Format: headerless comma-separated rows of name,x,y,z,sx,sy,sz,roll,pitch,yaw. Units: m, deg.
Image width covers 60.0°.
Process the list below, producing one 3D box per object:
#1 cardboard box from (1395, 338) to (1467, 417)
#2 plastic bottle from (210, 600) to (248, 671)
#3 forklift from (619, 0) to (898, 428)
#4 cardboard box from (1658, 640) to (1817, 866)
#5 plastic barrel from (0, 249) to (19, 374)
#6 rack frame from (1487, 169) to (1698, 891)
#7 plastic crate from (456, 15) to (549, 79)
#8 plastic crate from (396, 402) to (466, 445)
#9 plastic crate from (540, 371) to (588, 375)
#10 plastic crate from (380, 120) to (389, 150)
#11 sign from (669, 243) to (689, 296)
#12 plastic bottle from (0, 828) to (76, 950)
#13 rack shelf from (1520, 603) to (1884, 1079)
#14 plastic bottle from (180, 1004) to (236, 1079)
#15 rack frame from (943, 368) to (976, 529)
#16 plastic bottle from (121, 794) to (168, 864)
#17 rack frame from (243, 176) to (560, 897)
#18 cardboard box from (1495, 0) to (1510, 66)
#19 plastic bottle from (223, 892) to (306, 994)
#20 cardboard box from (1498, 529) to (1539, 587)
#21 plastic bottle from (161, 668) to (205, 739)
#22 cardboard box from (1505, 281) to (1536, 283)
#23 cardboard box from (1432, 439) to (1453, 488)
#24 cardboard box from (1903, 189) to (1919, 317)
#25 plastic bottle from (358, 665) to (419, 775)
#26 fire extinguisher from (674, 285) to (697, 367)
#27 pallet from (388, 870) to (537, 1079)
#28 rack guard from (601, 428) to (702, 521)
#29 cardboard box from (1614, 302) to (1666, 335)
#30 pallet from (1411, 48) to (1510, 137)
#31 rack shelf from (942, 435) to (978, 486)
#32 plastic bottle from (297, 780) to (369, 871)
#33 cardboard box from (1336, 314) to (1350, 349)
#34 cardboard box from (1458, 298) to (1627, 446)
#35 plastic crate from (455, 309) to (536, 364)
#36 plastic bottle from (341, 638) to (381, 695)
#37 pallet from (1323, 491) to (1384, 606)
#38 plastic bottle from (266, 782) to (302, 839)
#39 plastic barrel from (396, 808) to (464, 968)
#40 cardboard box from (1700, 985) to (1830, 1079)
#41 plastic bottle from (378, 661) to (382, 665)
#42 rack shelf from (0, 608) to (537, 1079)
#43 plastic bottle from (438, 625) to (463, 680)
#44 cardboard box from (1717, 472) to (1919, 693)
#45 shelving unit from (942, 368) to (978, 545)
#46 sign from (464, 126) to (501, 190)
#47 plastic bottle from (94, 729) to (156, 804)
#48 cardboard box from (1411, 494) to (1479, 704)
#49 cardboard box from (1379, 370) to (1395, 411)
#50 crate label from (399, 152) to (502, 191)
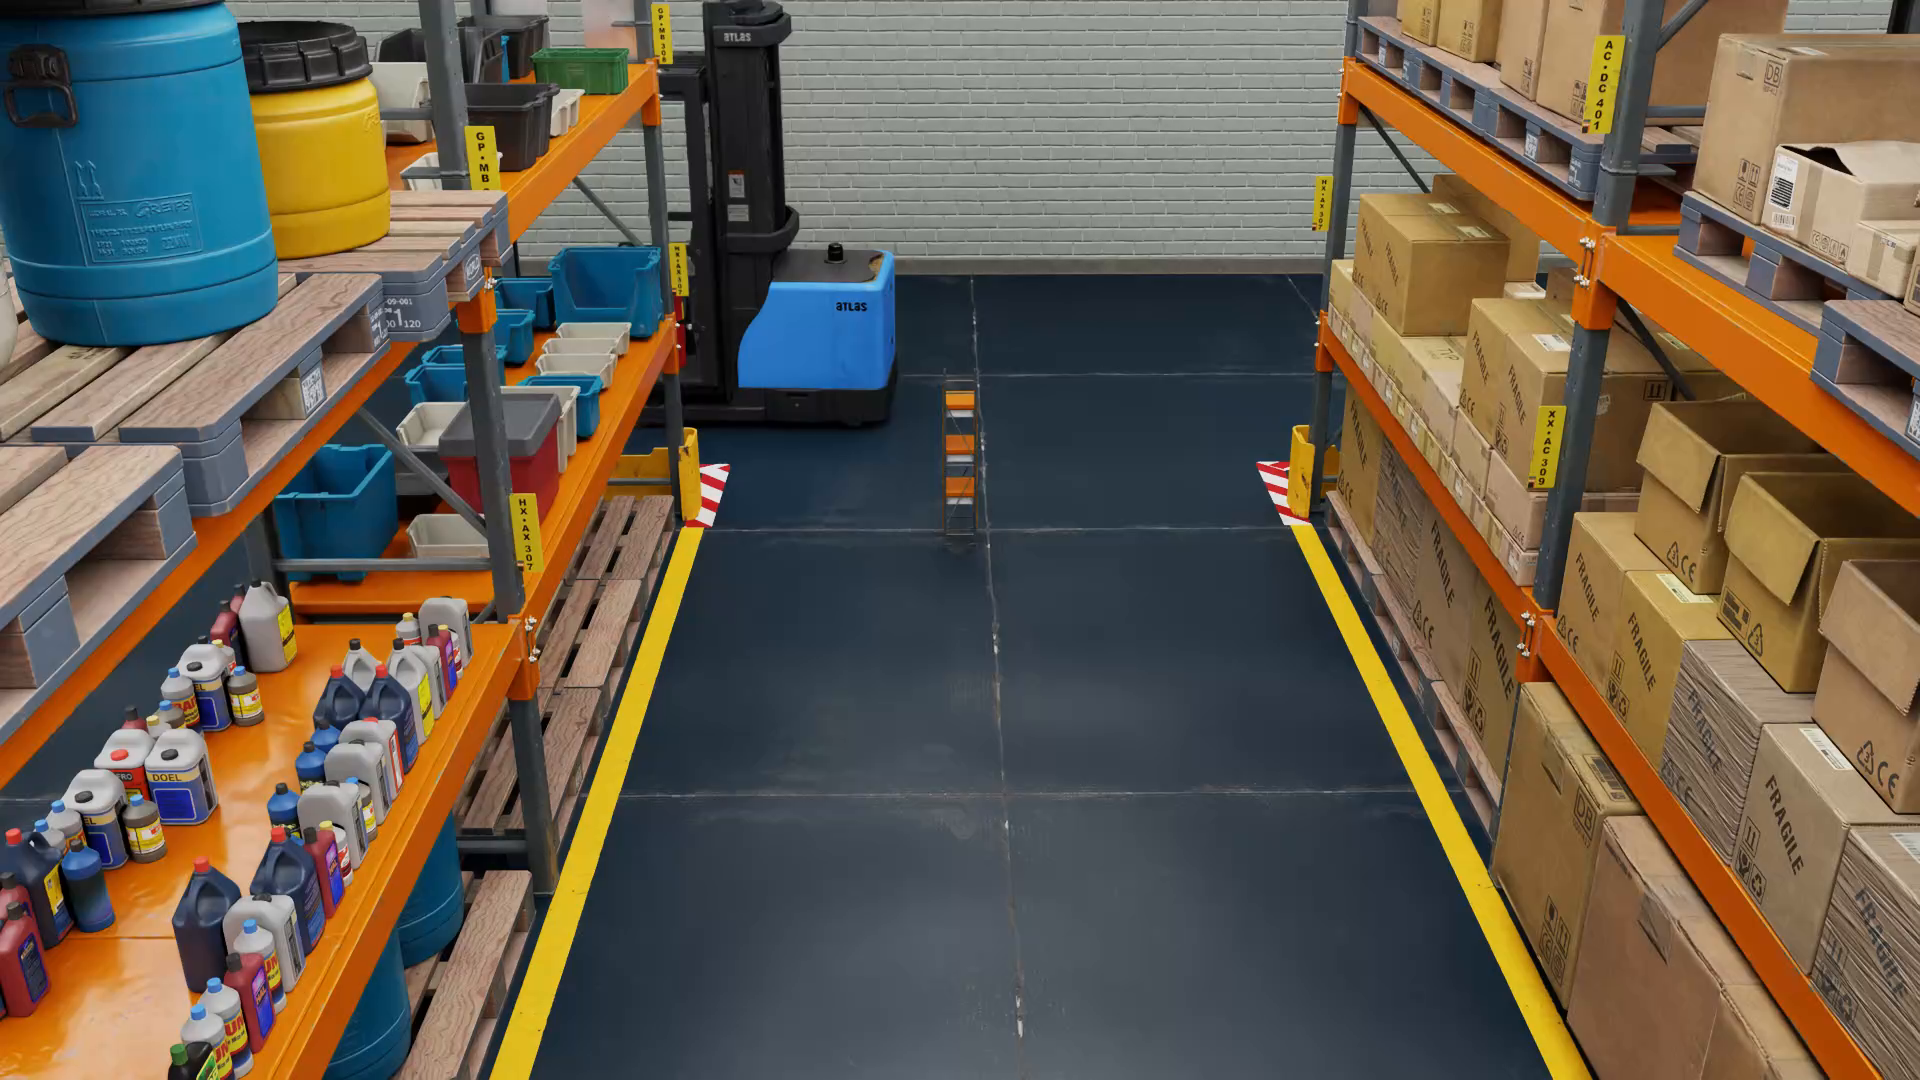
cardboard box,2.470,-0.800,8.200,0.500,0.250,0.500,-1,24,-2
plastic bottle,-2.620,0.363,5.948,0.061,0.283,0.133,0,24,-1
forklift,-2.012,-2.366,11.925,3.031,2.935,1.130,1,24,3
cardboard box,2.520,0.638,5.077,0.500,0.500,0.500,-1,24,-2
plastic barrel,-2.325,-0.599,3.621,0.433,0.535,0.433,0,24,0
rack frame,2.754,0.080,6.433,1.000,3.000,0.127,0,24,-1
plastic crate,-2.517,-2.693,9.084,0.497,0.269,0.590,0,24,-1
plastic crate,-2.519,-0.521,8.009,0.293,0.136,0.466,0,24,-1
plastic crate,-2.015,-0.762,8.542,0.298,0.136,0.250,0,24,-1
plastic crate,-2.593,-1.667,6.975,0.293,0.136,0.466,0,24,-1
sign,-1.693,-1.630,10.015,0.100,0.325,0.005,0,24,-1
plastic bottle,-2.562,0.940,4.591,0.144,0.351,0.185,0,24,-1
rack shelf,2.775,1.232,4.759,1.077,0.370,4.000,0,24,-1
plastic bottle,-1.820,1.241,4.023,0.097,0.271,0.097,0,24,0
rack frame,-0.002,-0.551,10.194,0.200,1.050,0.008,0,24,-1
plastic bottle,-2.438,0.854,4.963,0.097,0.201,0.097,0,24,0
rack frame,-2.199,0.102,6.384,1.000,3.000,0.127,0,24,-1
cardboard box,2.820,-2.329,7.367,0.700,0.500,0.500,1,24,2
plastic bottle,-1.852,1.056,4.426,0.152,0.276,0.135,0,24,-1
cardboard box,2.423,0.070,6.759,0.380,0.149,0.250,0,24,0
plastic bottle,-2.597,0.552,5.546,0.097,0.271,0.097,0,24,0
cardboard box,2.981,-1.437,9.608,0.500,0.250,0.500,-1,24,-1
cardboard box,2.411,-0.354,7.697,0.380,0.149,0.250,0,24,0
cardboard box,2.754,-0.719,3.924,0.797,0.503,0.637,-1,24,-1
plastic bottle,-1.860,0.578,5.391,0.144,0.351,0.185,0,24,-1
fire extinguisher,-1.790,-1.405,10.263,0.296,0.674,0.183,0,24,-1
pallet,-2.232,1.691,6.255,1.003,0.211,1.213,0,24,-1
rack guard,-2.256,-0.417,10.565,1.175,0.500,0.348,0,24,-1
cardboard box,3.006,-0.730,7.136,0.500,0.500,0.500,0,24,-1
pallet,2.745,-2.085,7.688,1.003,0.211,1.213,0,24,-1
rack shelf,-0.001,-0.491,10.087,0.215,0.259,0.240,0,24,-1
plastic bottle,-1.858,0.829,4.927,0.152,0.276,0.135,0,24,-1
cardboard box,2.388,-1.200,9.569,0.380,0.149,0.250,-1,24,-1
cardboard box,2.480,-0.724,7.121,0.500,0.500,0.500,0,24,0
plastic crate,-2.562,-1.123,9.222,0.416,0.233,0.300,0,24,-1
plastic bottle,-2.006,0.503,5.558,0.144,0.351,0.185,0,24,-1
pallet,2.797,0.031,9.924,1.003,0.211,1.213,0,24,-1
plastic bottle,-1.983,0.839,4.910,0.097,0.271,0.097,0,24,0
plastic barrel,-2.210,1.091,6.234,0.600,0.901,0.708,0,24,-1
cardboard box,2.809,1.853,4.581,1.225,0.875,0.875,0,24,0
plastic bottle,-1.992,0.512,5.718,0.097,0.201,0.097,0,24,0
rack shelf,-2.177,1.254,4.710,1.077,0.370,4.000,0,24,-1
plastic bottle,-1.843,0.401,5.964,0.097,0.201,0.097,0,24,0
cardboard box,2.765,0.123,4.999,0.797,0.503,0.637,0,24,0
shelving unit,-0.001,-0.500,10.082,0.215,1.050,0.252,0,24,-1
sign,-1.649,-1.270,5.768,0.100,0.325,0.005,0,24,-1
plastic bottle,-2.565,0.733,5.140,0.152,0.276,0.135,0,24,-1
cardboard box,2.817,0.214,8.207,0.875,0.875,0.875,0,24,-1
cardboard box,2.400,-0.776,8.631,0.380,0.149,0.250,-1,24,-1
crate label,-1.915,-1.347,6.269,0.293,0.136,0.466,0,24,-1
